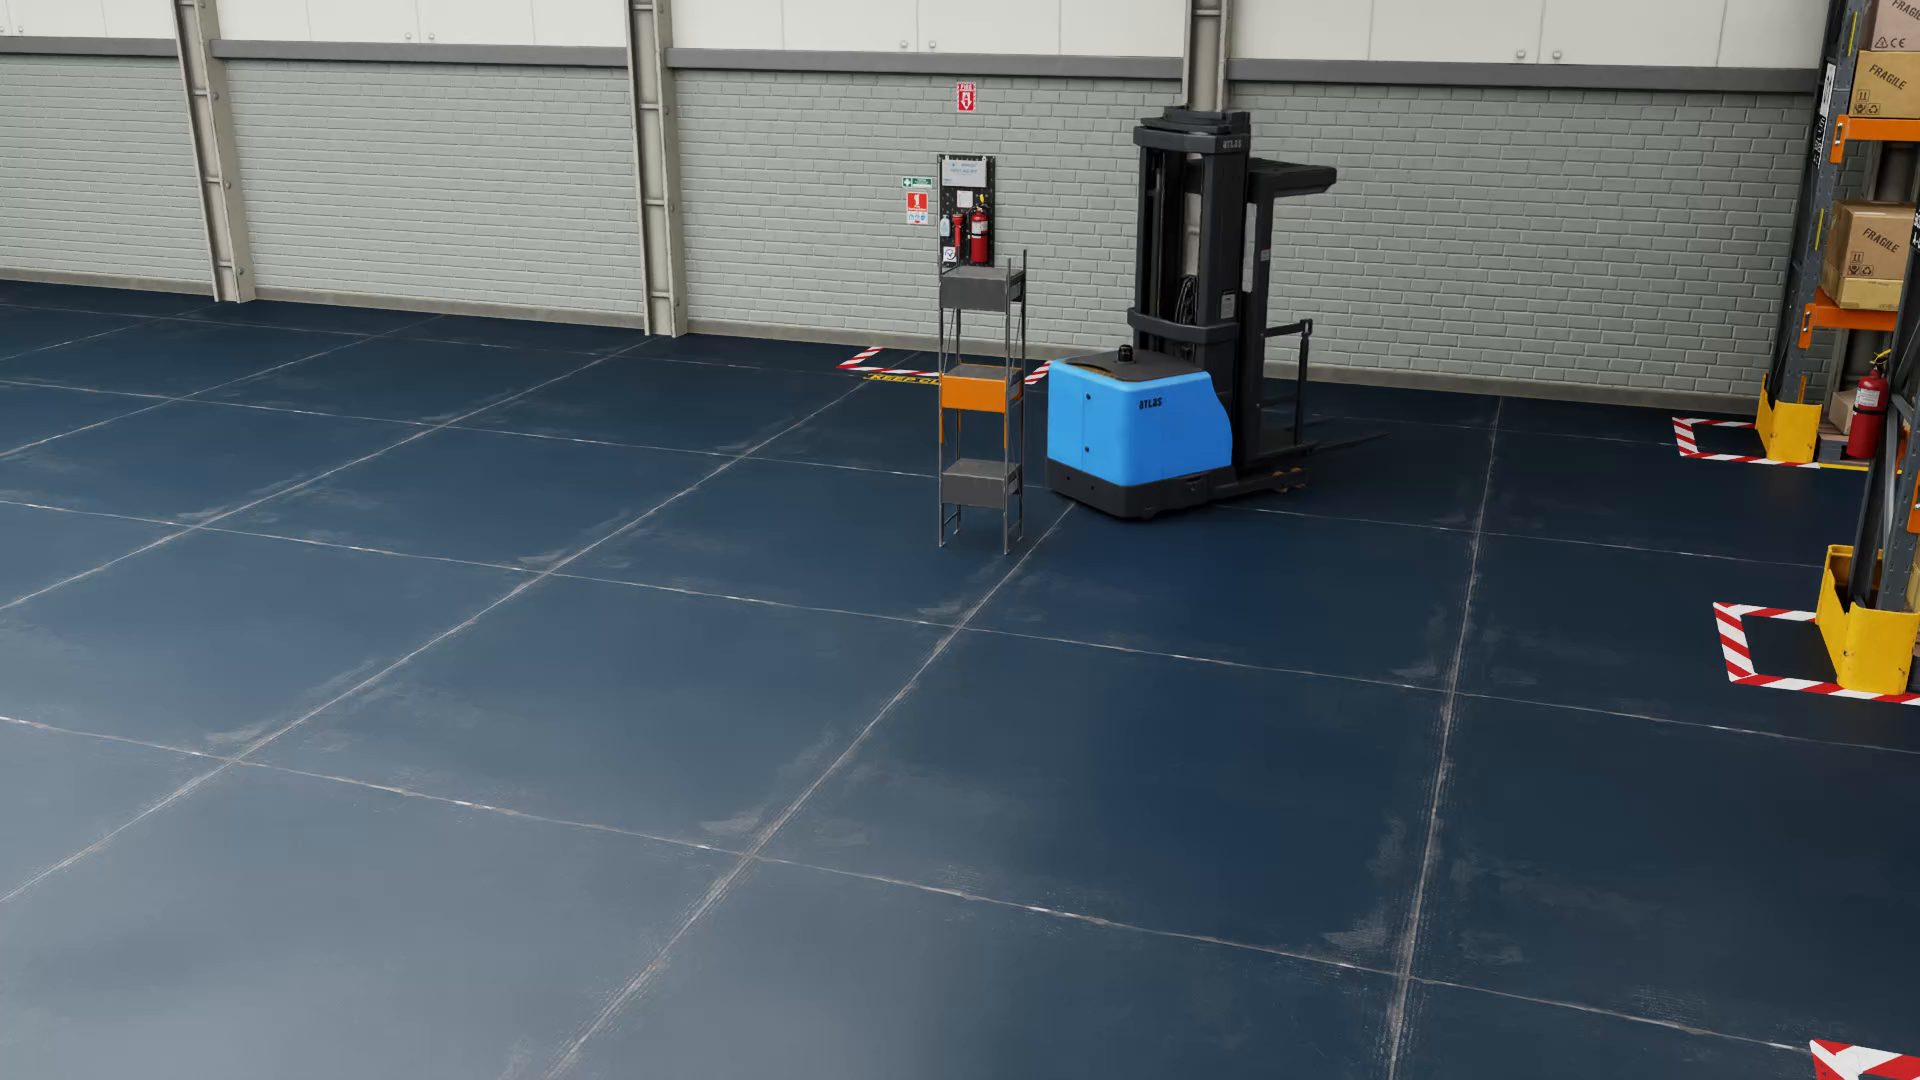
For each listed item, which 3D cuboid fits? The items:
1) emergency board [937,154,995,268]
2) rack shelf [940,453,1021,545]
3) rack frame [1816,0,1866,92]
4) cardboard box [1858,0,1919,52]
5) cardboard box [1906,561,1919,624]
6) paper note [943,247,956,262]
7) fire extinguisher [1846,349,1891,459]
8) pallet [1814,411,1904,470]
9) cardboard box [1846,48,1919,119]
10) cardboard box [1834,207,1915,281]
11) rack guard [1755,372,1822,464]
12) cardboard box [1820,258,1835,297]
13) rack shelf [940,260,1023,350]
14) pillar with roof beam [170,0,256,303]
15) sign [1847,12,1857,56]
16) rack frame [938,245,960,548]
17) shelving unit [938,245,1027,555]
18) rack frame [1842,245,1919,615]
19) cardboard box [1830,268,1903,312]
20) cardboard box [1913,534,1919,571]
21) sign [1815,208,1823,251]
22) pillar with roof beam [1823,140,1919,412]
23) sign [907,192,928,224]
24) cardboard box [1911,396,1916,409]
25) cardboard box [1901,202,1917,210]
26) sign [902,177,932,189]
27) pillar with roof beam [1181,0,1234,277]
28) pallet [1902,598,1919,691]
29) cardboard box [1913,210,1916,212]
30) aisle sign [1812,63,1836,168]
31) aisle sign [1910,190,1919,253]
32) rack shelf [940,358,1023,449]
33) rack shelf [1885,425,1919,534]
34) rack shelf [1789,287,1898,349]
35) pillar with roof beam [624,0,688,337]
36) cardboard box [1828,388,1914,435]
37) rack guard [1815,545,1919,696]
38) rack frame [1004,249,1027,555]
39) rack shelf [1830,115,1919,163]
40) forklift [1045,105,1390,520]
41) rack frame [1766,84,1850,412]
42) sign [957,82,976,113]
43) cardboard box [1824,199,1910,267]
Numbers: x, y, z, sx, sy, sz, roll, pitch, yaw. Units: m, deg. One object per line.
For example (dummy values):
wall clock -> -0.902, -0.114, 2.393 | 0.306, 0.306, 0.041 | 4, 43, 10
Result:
emergency board -> 0.039, -3.377, 17.208 | 0.643, 1.169, 0.194 | 7, 20, 18
rack shelf -> 0.156, -0.300, 11.914 | 0.480, 0.518, 0.431 | 7, 20, 18
rack frame -> 7.083, -5.090, 13.007 | 0.127, 3.000, 1.000 | 7, 20, 18
cardboard box -> 7.368, -4.085, 12.980 | 0.500, 0.500, 0.500 | 5, 20, 14
cardboard box -> 6.065, 0.350, 10.055 | 0.500, 0.250, 0.500 | 7, 20, 18
paper note -> -0.106, -3.002, 17.469 | 0.142, 0.148, 0.016 | 7, 20, 18
fire extinguisher -> 5.502, -0.837, 10.038 | 0.183, 0.674, 0.296 | 7, 20, 18
pallet -> 7.911, -0.833, 14.146 | 1.213, 0.211, 1.003 | 7, 20, 18
cardboard box -> 7.317, -3.616, 13.154 | 0.500, 0.500, 0.500 | 7, 20, 19
cardboard box -> 7.436, -2.405, 13.476 | 0.500, 0.500, 0.500 | 7, 20, 18
rack guard -> 7.155, -1.069, 14.382 | 0.348, 0.500, 1.175 | 7, 20, 18
cardboard box -> 7.589, -2.205, 14.044 | 0.500, 0.250, 0.500 | 7, 20, 19
rack shelf -> 0.156, -1.622, 11.453 | 0.480, 0.518, 0.431 | 7, 20, 18
pillar with roof beam -> -10.387, -5.889, 15.299 | 0.400, 9.000, 9.100 | 7, 20, 18
sign -> 6.905, -3.917, 12.873 | 0.005, 0.325, 0.100 | 7, 20, 18
rack frame -> -0.074, -1.000, 11.755 | 0.015, 2.100, 0.400 | 7, 20, 18
shelving unit -> 0.156, -0.974, 11.679 | 0.503, 2.100, 0.431 | 7, 20, 18
rack frame -> 5.461, -0.716, 9.574 | 0.127, 3.000, 1.000 | 7, 20, 18
cardboard box -> 7.440, -2.044, 13.581 | 0.500, 0.250, 0.500 | 6, 20, 16
cardboard box -> 6.065, -0.005, 9.934 | 0.500, 0.500, 0.500 | 7, 20, 18
sign -> 6.905, -2.497, 13.368 | 0.005, 0.325, 0.100 | 7, 20, 18
pillar with roof beam -> 6.616, -3.945, 9.721 | 0.400, 9.000, 9.100 | 7, 20, 18
sign -> -0.450, -3.486, 17.465 | 0.234, 0.329, 0.001 | 7, 20, 18
cardboard box -> 8.246, -1.031, 13.893 | 0.500, 0.311, 0.500 | 8, 21, 23
cardboard box -> 8.071, -2.508, 13.771 | 0.500, 0.500, 0.500 | 7, 20, 19
sign -> -0.448, -3.733, 17.369 | 0.331, 0.109, 0.001 | 7, 20, 18
pillar with roof beam -> 0.948, -4.593, 11.581 | 0.400, 9.000, 9.100 | 7, 20, 18
pallet -> 6.197, 0.670, 9.834 | 1.213, 0.211, 1.003 | 7, 20, 18
cardboard box -> 7.899, -2.348, 13.314 | 0.500, 0.500, 0.500 | 7, 20, 18
aisle sign -> 6.917, -3.399, 13.321 | 0.004, 0.787, 0.394 | 7, 20, 18
aisle sign -> 5.496, -2.042, 9.429 | 0.004, 0.787, 0.394 | 7, 20, 18
rack shelf -> 0.156, -0.961, 11.684 | 0.480, 0.518, 0.431 | 7, 20, 18
rack shelf -> 7.350, -0.161, 9.073 | 4.000, 0.370, 1.077 | 7, 20, 18
rack shelf -> 8.973, -1.701, 13.493 | 4.000, 0.370, 1.077 | 7, 20, 18
pillar with roof beam -> -4.720, -5.241, 13.440 | 0.400, 9.000, 9.100 | 7, 20, 18
cardboard box -> 7.707, -1.092, 14.070 | 0.500, 0.311, 0.500 | 4, 20, 12
rack guard -> 5.439, 0.461, 9.993 | 0.348, 0.500, 1.175 | 7, 20, 18
rack frame -> 0.387, -0.947, 11.604 | 0.015, 2.100, 0.400 | 7, 20, 18
rack shelf -> 8.973, -3.118, 12.999 | 4.000, 0.370, 1.077 | 7, 20, 18
forklift -> 2.178, -1.889, 13.042 | 3.031, 2.935, 1.130 | -12, 23, -32
rack frame -> 7.083, -2.257, 13.994 | 0.127, 3.000, 1.000 | 7, 20, 18
sign -> 0.064, -4.504, 16.918 | 0.199, 0.298, 0.001 | 7, 20, 18
cardboard box -> 7.598, -2.565, 13.936 | 0.500, 0.500, 0.500 | 6, 20, 17
